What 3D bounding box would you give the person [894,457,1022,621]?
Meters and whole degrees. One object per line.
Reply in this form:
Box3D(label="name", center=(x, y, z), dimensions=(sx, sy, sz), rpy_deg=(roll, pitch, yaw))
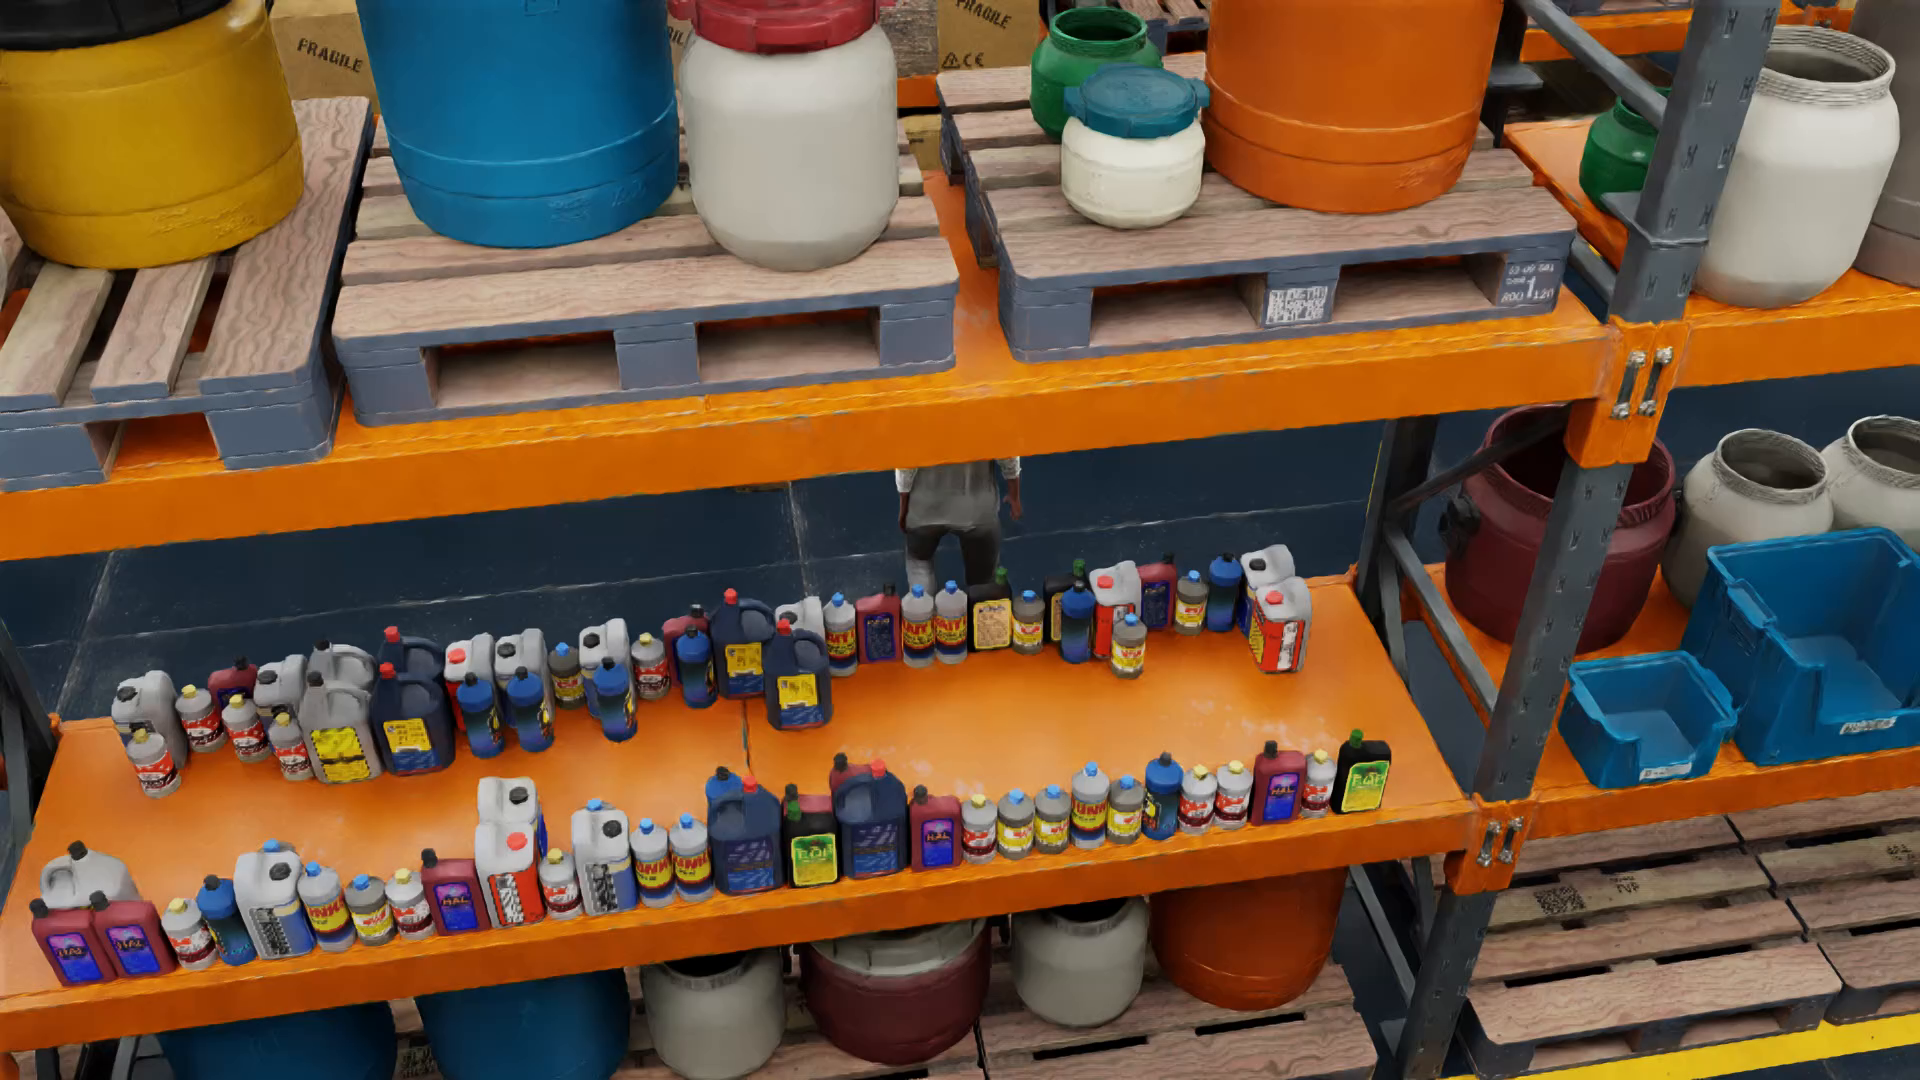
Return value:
Box3D(label="person", center=(-0.008, -0.094, 6.254), dimensions=(0.470, 1.598, 0.382), rpy_deg=(3, 39, 4))
